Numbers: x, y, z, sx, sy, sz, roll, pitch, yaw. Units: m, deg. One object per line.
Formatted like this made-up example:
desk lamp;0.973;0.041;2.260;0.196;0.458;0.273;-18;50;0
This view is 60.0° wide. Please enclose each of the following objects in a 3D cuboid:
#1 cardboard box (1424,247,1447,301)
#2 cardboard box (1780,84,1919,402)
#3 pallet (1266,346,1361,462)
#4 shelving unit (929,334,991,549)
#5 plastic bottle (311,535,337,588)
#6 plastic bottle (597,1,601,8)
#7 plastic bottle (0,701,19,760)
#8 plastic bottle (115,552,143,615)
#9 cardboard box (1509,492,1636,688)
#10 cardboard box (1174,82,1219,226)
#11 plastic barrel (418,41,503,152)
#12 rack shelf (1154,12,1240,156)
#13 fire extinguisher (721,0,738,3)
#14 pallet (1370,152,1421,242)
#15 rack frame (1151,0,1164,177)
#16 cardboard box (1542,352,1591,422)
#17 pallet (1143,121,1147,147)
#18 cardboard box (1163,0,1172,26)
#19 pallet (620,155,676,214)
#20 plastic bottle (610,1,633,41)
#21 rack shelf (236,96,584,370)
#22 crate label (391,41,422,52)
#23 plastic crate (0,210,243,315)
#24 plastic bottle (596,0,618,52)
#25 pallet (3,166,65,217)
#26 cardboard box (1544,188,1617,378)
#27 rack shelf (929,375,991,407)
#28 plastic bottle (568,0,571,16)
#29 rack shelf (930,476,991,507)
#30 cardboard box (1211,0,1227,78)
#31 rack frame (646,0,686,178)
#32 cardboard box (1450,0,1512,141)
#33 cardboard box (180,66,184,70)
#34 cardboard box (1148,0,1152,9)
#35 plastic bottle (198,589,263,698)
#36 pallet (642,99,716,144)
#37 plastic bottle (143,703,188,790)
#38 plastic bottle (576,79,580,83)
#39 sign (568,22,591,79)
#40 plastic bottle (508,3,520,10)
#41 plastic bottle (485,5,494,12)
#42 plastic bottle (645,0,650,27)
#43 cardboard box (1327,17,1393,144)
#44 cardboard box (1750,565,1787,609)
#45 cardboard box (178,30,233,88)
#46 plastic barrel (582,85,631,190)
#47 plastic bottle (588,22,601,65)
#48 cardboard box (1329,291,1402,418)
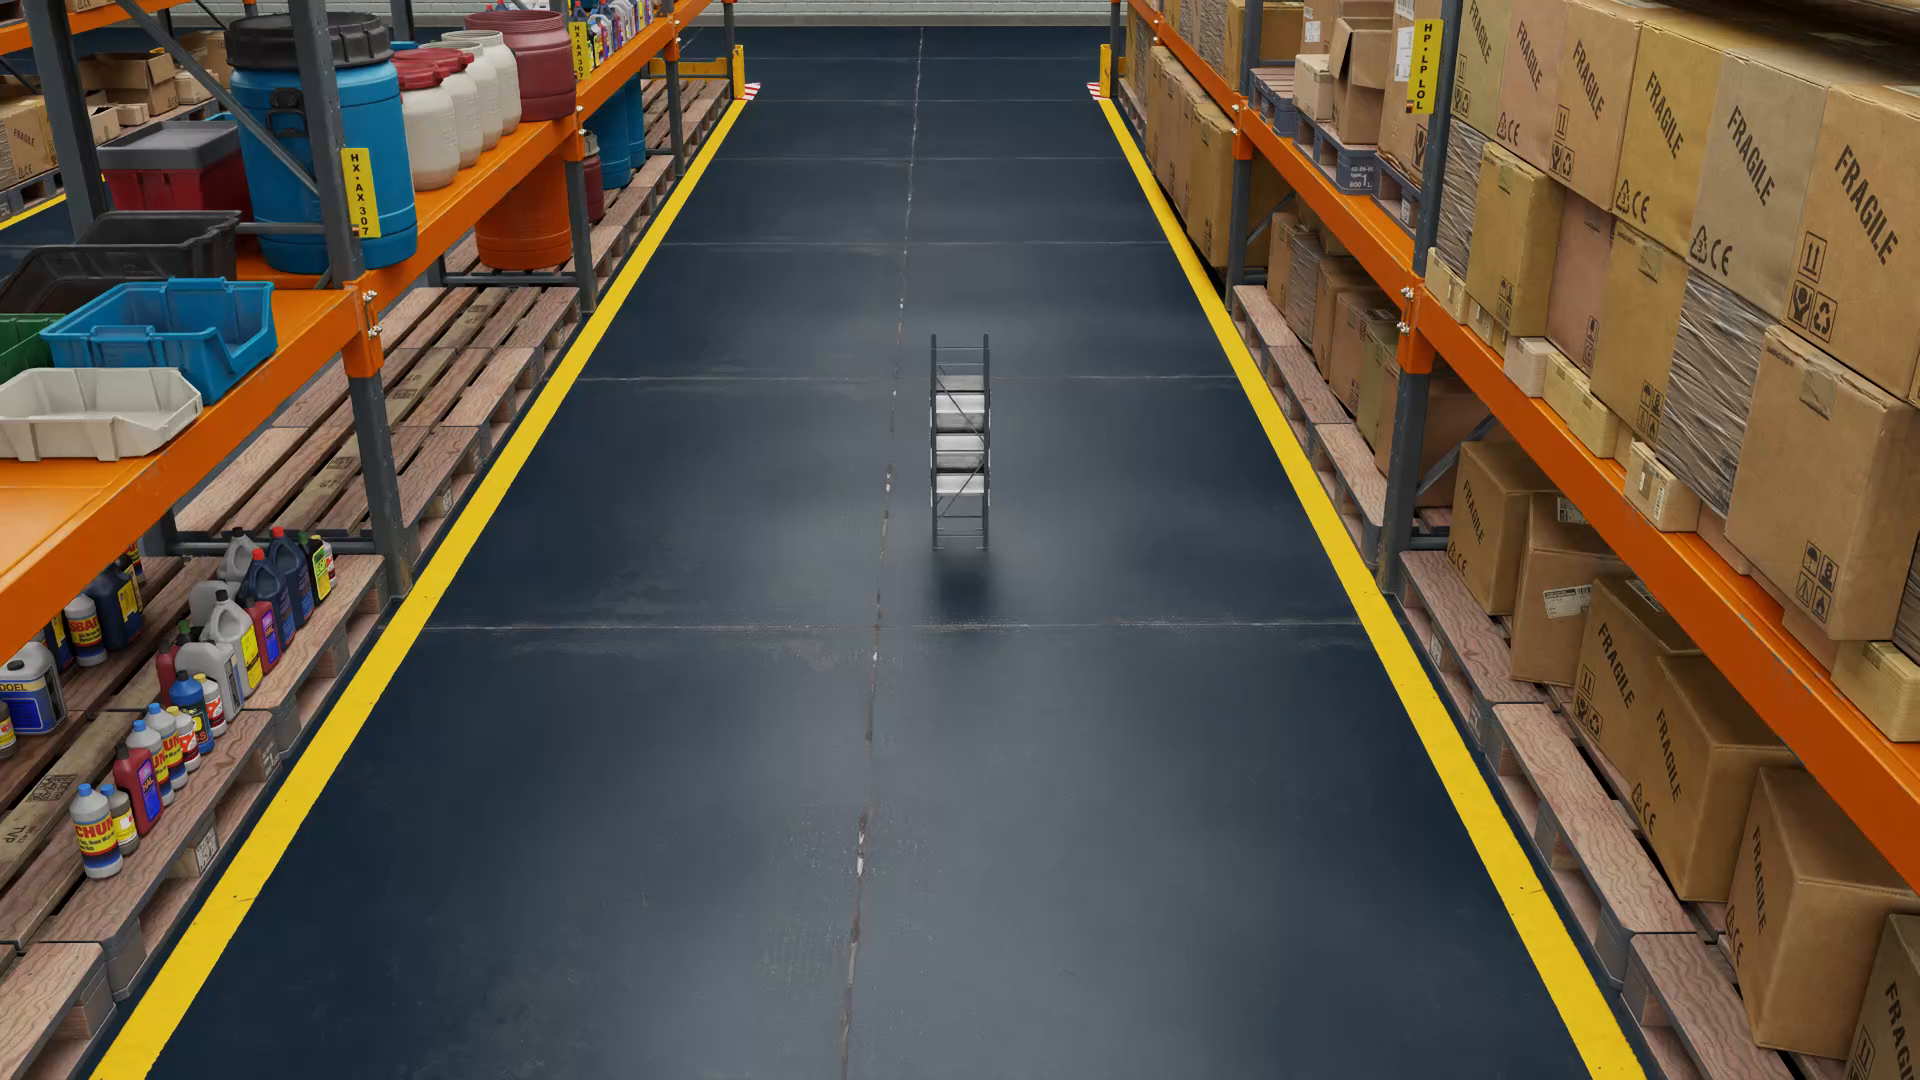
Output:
cardboard box;1.915;-0.961;6.039;0.380;0.149;0.250;0;24;-1
cardboard box;1.992;-0.585;3.208;0.500;0.500;0.500;0;24;-1
pallet;2.187;-0.719;8.585;1.003;0.211;1.213;0;24;-1
shelving unit;0.000;-0.413;7.072;0.258;0.900;0.210;0;24;-1
plastic bottle;-2.424;0.080;6.296;0.097;0.201;0.097;0;24;0
plastic bottle;-2.613;-3.798;12.163;0.097;0.271;0.097;0;24;0
plastic bottle;-3.017;0.577;5.196;0.097;0.201;0.097;0;24;0
plastic bottle;-3.037;0.160;6.019;0.061;0.283;0.133;0;24;-1
cardboard box;2.191;0.183;5.728;0.500;0.500;0.500;8;25;16
cardboard box;2.181;-2.688;11.623;1.225;0.875;0.875;0;24;0
plastic barrel;-2.554;-2.246;8.439;0.421;0.512;0.421;0;24;0
rack shelf;2.148;-3.310;11.801;1.077;0.370;4.000;0;24;-1
fire extinguisher;-2.418;-5.947;17.305;0.296;0.674;0.183;0;24;-1
pallet;2.350;-1.393;6.924;1.003;0.211;1.213;0;24;-1
rack frame;2.126;-4.462;13.475;1.000;3.000;0.127;0;24;-1
cardboard box;1.953;-0.446;4.901;0.380;0.149;0.250;0;24;-1
pallet;2.196;-3.505;14.743;1.003;0.211;1.213;0;24;-1
cardboard box;1.881;-4.317;13.033;0.500;0.500;0.500;0;24;0
pallet;-2.860;-2.851;13.297;1.003;0.211;1.213;0;24;-1
plastic bottle;-2.488;-3.808;12.181;0.152;0.276;0.135;0;24;-1
rack shelf;-2.761;-1.639;8.107;1.077;0.370;4.000;0;24;-1
crate label;-3.043;-2.397;8.866;0.502;0.435;0.616;0;24;-1
plastic crate;-2.861;-0.898;5.672;0.767;0.338;0.504;0;24;-1
plastic bottle;-2.478;-3.586;11.598;0.144;0.351;0.185;0;24;-1
pallet;-7.733;-2.813;13.214;1.003;0.211;1.213;0;24;-1
cardboard box;2.233;-0.749;4.783;0.875;0.500;0.500;0;24;-1
rack shelf;0.000;-0.629;6.974;0.258;0.077;0.200;0;24;-1
plastic bottle;-3.147;-4.254;13.075;0.144;0.351;0.185;0;24;-1
rack shelf;0.000;-0.219;7.160;0.258;0.077;0.200;0;24;-1
cardboard box;1.917;-3.267;10.711;0.500;0.500;0.500;0;24;-1
rack frame;-2.827;-4.439;13.426;1.000;3.000;0.127;0;24;-1
cardboard box;1.964;-1.615;5.486;0.500;0.500;0.500;0;24;-1
cardboard box;-8.163;-4.794;17.136;0.380;0.149;0.250;0;24;-1
cardboard box;1.792;-4.578;14.036;0.380;0.149;0.250;0;24;0
plastic bottle;-2.439;0.340;5.539;0.144;0.351;0.185;0;24;-1
pallet;-2.890;-3.976;15.784;1.003;0.211;1.213;0;24;-1
plastic bottle;-2.409;0.617;5.023;0.097;0.271;0.097;0;24;0
plastic bottle;-2.440;-2.968;10.414;0.097;0.201;0.097;0;24;0
sign;-2.233;-2.871;9.760;0.100;0.325;0.005;0;24;-1
plastic bottle;-3.190;-3.713;11.971;0.152;0.276;0.135;0;24;-1
plastic bottle;-3.187;-3.470;11.343;0.144;0.351;0.185;0;24;-1
plastic bottle;-2.451;-4.130;12.884;0.061;0.283;0.133;0;24;-1
cardboard box;2.102;-2.117;7.657;0.797;0.503;0.637;2;24;5
cardboard box;2.042;0.069;3.762;0.380;0.149;0.250;0;24;-1
cardboard box;-7.571;-4.906;16.956;0.500;0.500;0.500;0;24;-1
plastic barrel;-2.830;-3.159;12.631;0.600;0.901;0.708;0;24;-1
plastic bottle;-2.448;-3.301;11.065;0.097;0.271;0.097;0;24;0
cardboard box;2.235;-0.907;8.115;0.700;0.500;0.500;-2;24;-5
